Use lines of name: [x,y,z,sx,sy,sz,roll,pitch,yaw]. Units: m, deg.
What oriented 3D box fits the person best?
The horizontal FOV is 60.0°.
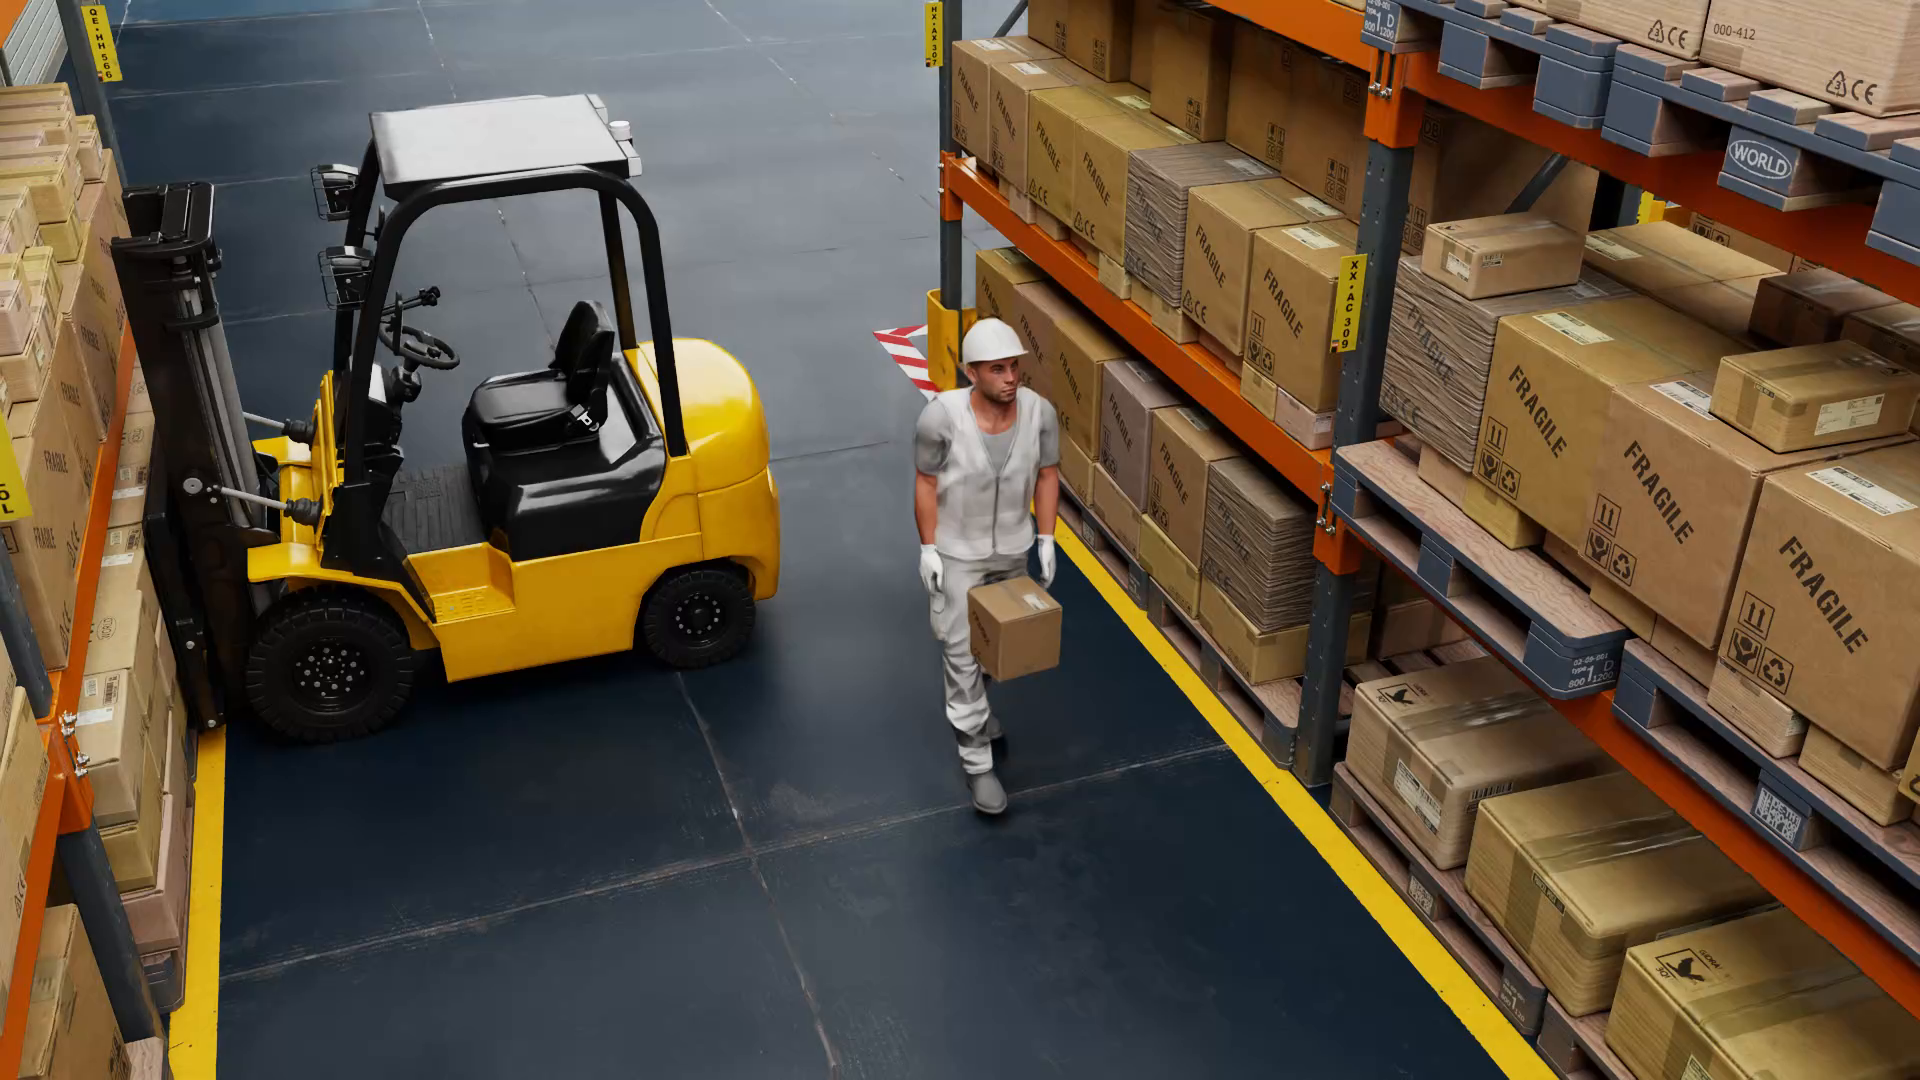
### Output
person: [0.135,0.067,5.964,0.544,1.772,0.762,-11,31,-19]
